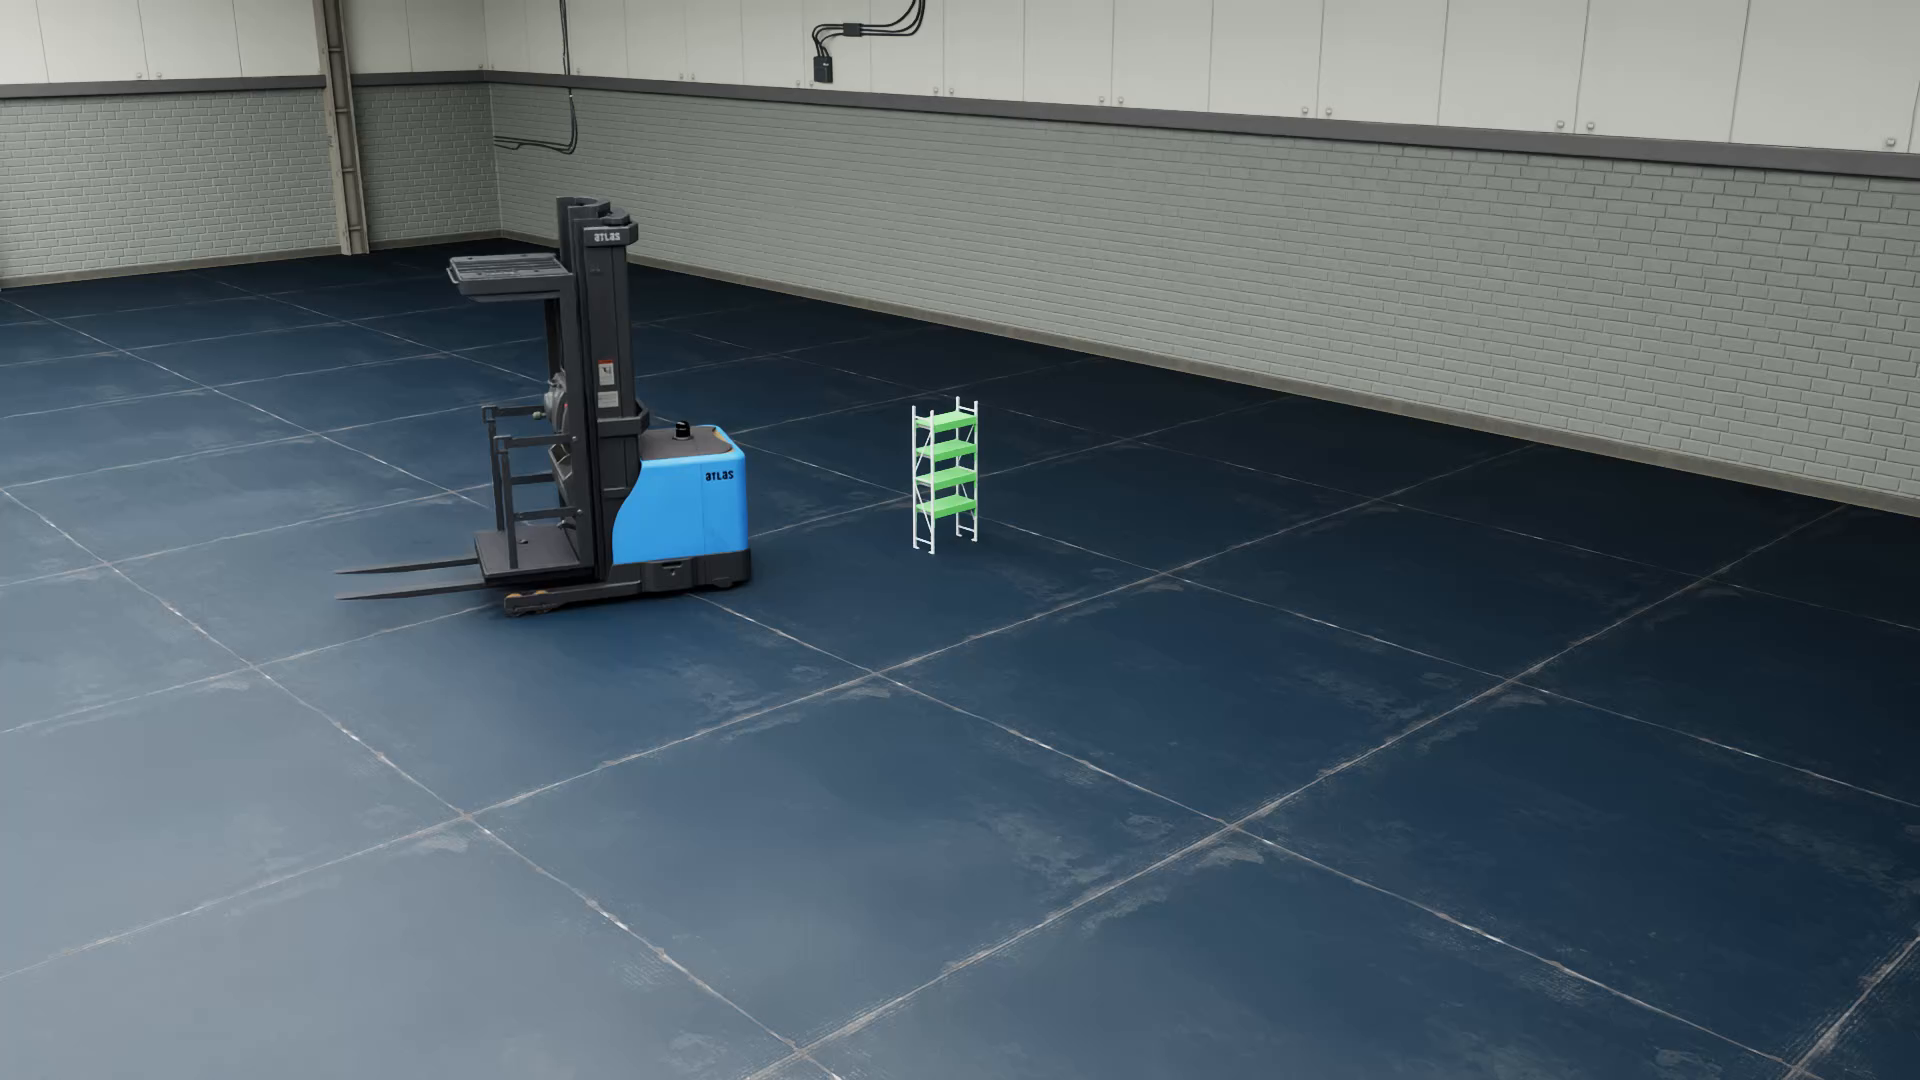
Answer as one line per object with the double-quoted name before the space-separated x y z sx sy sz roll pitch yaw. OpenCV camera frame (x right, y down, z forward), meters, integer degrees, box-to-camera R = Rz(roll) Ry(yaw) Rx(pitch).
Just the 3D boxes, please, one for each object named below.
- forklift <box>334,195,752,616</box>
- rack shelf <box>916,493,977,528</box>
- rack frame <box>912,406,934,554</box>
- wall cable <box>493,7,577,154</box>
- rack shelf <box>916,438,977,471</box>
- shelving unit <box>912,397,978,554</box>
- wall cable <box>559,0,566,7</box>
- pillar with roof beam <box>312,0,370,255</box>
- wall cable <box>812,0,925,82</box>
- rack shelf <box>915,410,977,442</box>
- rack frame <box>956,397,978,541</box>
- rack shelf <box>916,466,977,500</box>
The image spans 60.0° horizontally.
"forklift" -3.186 -1.016 12.366 3.031 2.935 1.130 -6 19 -19
"rack shelf" -0.120 -0.247 13.785 0.480 0.148 0.258 -16 24 -41
"rack frame" -0.298 -0.484 13.532 0.015 1.200 0.240 -16 24 -41
"wall cable" -7.809 -8.280 29.968 0.112 2.526 3.097 -16 24 -41
"rack shelf" -0.120 -0.703 13.637 0.480 0.148 0.258 -16 24 -41
"shelving unit" -0.120 -0.536 13.691 0.503 1.200 0.258 -16 24 -41
"wall cable" -5.951 -10.076 27.319 0.112 2.526 3.097 -16 24 -41
"pillar with roof beam" -7.901 -8.465 25.502 0.400 9.000 9.100 -16 24 -41
"wall cable" -1.299 -9.244 22.392 0.169 6.003 2.305 -16 24 -41
"rack shelf" -0.120 -0.931 13.563 0.480 0.148 0.258 -16 24 -41
"rack frame" 0.057 -0.587 13.851 0.015 1.200 0.240 -16 24 -41
"rack shelf" -0.120 -0.475 13.711 0.480 0.148 0.258 -16 24 -41
